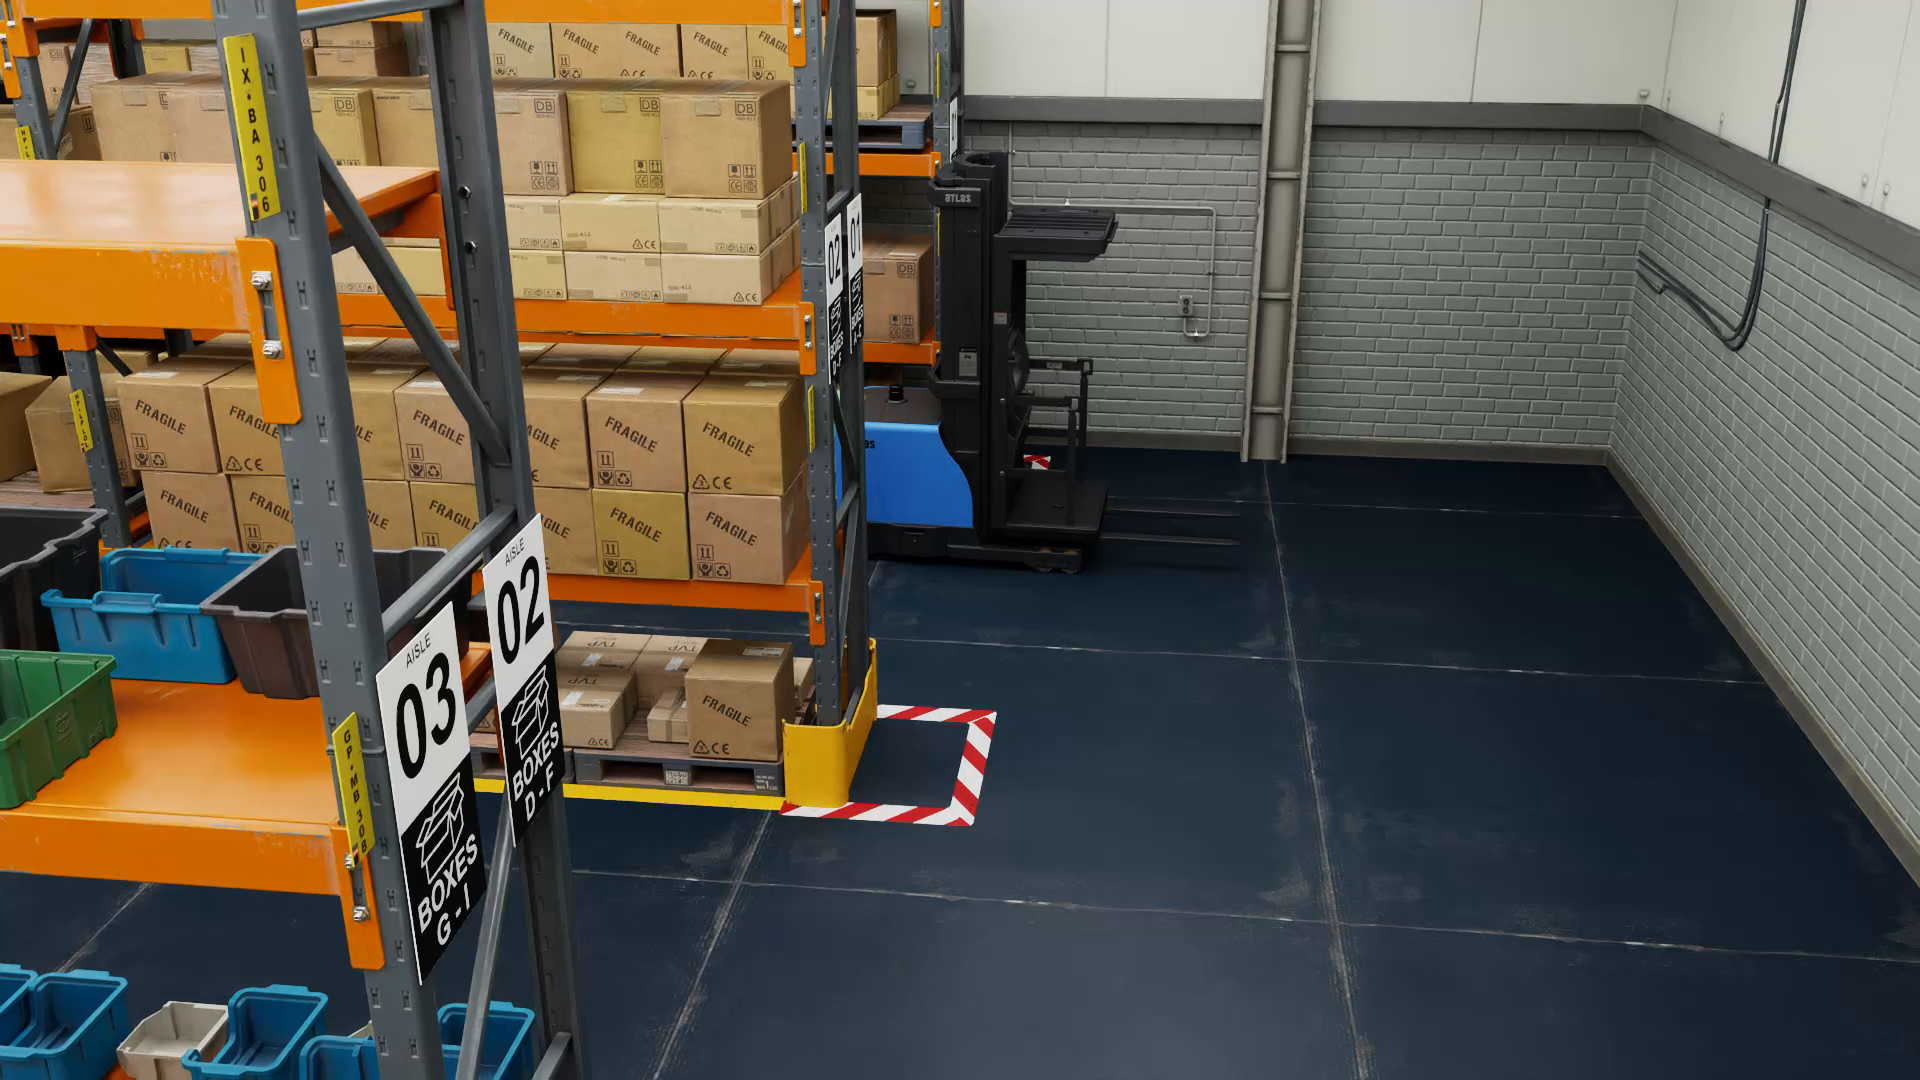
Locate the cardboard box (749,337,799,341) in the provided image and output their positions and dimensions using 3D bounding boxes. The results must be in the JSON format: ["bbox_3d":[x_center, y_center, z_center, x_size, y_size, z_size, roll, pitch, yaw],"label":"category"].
[{"bbox_3d":[-1.316,-2.121,13.818,0.700,0.700,0.980,2,22,6],"label":"cardboard box"}]

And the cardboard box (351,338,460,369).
[{"bbox_3d":[-3.094,-0.841,9.492,0.500,0.500,0.500,3,22,7],"label":"cardboard box"}]

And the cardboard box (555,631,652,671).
[{"bbox_3d":[-2.163,0.777,10.037,0.500,0.250,0.500,2,22,6],"label":"cardboard box"}]

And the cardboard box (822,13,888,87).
[{"bbox_3d":[-0.843,-3.784,12.828,0.500,0.500,0.500,2,22,6],"label":"cardboard box"}]

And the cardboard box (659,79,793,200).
[{"bbox_3d":[-1.176,-2.050,8.469,0.500,0.500,0.700,2,22,6],"label":"cardboard box"}]

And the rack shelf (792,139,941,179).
[{"bbox_3d":[-2.070,-3.083,13.556,4.000,0.370,1.077,2,22,6],"label":"rack shelf"}]

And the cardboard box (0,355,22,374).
[{"bbox_3d":[-8.750,-1.336,15.042,0.500,0.500,0.700,3,22,7],"label":"cardboard box"}]

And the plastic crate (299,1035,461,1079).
[{"bbox_3d":[-1.605,1.691,4.454,0.499,0.435,0.616,2,22,6],"label":"plastic crate"}]

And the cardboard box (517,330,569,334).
[{"bbox_3d":[-3.520,-2.219,14.065,0.700,0.700,0.980,3,22,7],"label":"cardboard box"}]

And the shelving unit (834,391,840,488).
[{"bbox_3d":[-1.128,-0.683,13.036,0.503,1.200,0.258,4,22,9],"label":"shelving unit"}]

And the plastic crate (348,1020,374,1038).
[{"bbox_3d":[-1.766,1.601,5.088,0.298,0.136,0.250,2,22,6],"label":"plastic crate"}]

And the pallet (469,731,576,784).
[{"bbox_3d":[-2.739,1.079,9.925,1.213,0.211,1.003,2,22,6],"label":"pallet"}]

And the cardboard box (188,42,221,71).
[{"bbox_3d":[-5.968,-3.879,13.857,0.500,0.500,0.700,2,22,6],"label":"cardboard box"}]

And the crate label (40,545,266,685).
[{"bbox_3d":[-2.128,0.197,4.483,0.502,0.251,0.408,2,22,6],"label":"crate label"}]

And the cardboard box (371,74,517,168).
[{"bbox_3d":[-2.657,-2.141,8.699,0.500,0.500,0.700,2,22,6],"label":"cardboard box"}]

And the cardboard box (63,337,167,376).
[{"bbox_3d":[-7.314,-1.398,14.749,0.750,0.750,0.750,2,22,6],"label":"cardboard box"}]

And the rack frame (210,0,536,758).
[{"bbox_3d":[-1.250,-1.109,3.505,0.127,3.000,1.000,2,22,6],"label":"rack frame"}]

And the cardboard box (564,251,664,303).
[{"bbox_3d":[-1.700,-1.404,8.535,0.500,0.250,0.500,2,22,6],"label":"cardboard box"}]

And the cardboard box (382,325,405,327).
[{"bbox_3d":[-4.679,-1.915,14.018,0.250,0.149,0.380,3,22,7],"label":"cardboard box"}]

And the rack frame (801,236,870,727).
[{"bbox_3d":[-0.664,-0.127,9.182,0.127,3.000,1.000,2,22,6],"label":"rack frame"}]

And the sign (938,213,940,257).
[{"bbox_3d":[-0.162,-2.387,13.001,0.005,0.325,0.100,2,22,6],"label":"sign"}]

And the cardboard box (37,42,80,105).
[{"bbox_3d":[-7.550,-3.928,13.983,0.500,0.500,0.700,1,22,2],"label":"cardboard box"}]

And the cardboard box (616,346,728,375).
[{"bbox_3d":[-1.593,-0.774,9.322,0.500,0.500,0.500,3,22,7],"label":"cardboard box"}]

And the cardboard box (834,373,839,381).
[{"bbox_3d":[-1.147,-1.353,14.230,0.250,0.149,0.380,3,22,6],"label":"cardboard box"}]

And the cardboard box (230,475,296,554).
[{"bbox_3d":[-3.653,-0.204,9.241,0.500,0.500,0.500,3,22,7],"label":"cardboard box"}]

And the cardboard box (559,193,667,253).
[{"bbox_3d":[-1.700,-1.636,8.441,0.500,0.250,0.500,2,22,6],"label":"cardboard box"}]

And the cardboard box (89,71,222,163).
[{"bbox_3d":[-4.148,-2.200,8.848,0.500,0.500,0.700,2,22,6],"label":"cardboard box"}]

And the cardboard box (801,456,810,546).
[{"bbox_3d":[-1.073,-0.289,9.455,0.500,0.500,0.500,3,22,7],"label":"cardboard box"}]

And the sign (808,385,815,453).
[{"bbox_3d":[-0.749,-0.611,8.400,0.005,0.325,0.100,2,22,6],"label":"sign"}]

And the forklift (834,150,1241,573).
[{"bbox_3d":[0.620,-1.327,12.311,3.031,2.935,1.130,3,22,8],"label":"forklift"}]

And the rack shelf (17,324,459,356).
[{"bbox_3d":[-6.043,-1.861,14.546,4.000,0.370,1.077,2,22,6],"label":"rack shelf"}]

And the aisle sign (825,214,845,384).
[{"bbox_3d":[-0.632,-1.221,8.413,0.004,0.787,0.394,2,22,6],"label":"aisle sign"}]

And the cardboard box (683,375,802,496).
[{"bbox_3d":[-1.138,-0.558,8.774,0.500,0.500,0.500,2,22,6],"label":"cardboard box"}]

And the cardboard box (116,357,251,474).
[{"bbox_3d":[-4.201,-0.689,9.106,0.500,0.500,0.500,3,22,8],"label":"cardboard box"}]

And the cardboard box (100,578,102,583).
[{"bbox_3d":[-5.619,0.529,10.324,0.500,0.500,0.500,3,22,7],"label":"cardboard box"}]

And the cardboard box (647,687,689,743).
[{"bbox_3d":[-1.624,1.002,9.581,0.250,0.166,0.380,2,22,6],"label":"cardboard box"}]

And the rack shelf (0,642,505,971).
[{"bbox_3d":[-3.236,0.534,4.407,4.000,0.370,1.077,2,22,6],"label":"rack shelf"}]

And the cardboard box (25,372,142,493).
[{"bbox_3d":[-5.080,-0.644,9.782,0.500,0.500,0.700,-5,22,-12],"label":"cardboard box"}]

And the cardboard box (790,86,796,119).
[{"bbox_3d":[-1.360,-3.460,13.028,0.500,0.250,0.500,2,22,4],"label":"cardboard box"}]

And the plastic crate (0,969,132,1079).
[{"bbox_3d":[-2.764,1.543,5.103,0.300,0.233,0.416,2,22,6],"label":"plastic crate"}]

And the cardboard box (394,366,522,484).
[{"bbox_3d":[-2.665,-0.622,8.937,0.500,0.500,0.500,3,22,8],"label":"cardboard box"}]

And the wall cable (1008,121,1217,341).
[{"bbox_3d":[1.299,-2.698,14.303,1.851,1.984,0.084,2,22,6],"label":"wall cable"}]

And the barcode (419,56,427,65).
[{"bbox_3d":[-4.467,-3.990,13.839,0.075,0.075,0.001,4,22,11],"label":"barcode"}]

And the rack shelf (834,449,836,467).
[{"bbox_3d":[-1.128,-0.624,13.060,0.480,0.148,0.258,4,22,9],"label":"rack shelf"}]

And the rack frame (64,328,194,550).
[{"bbox_3d":[-4.636,-0.300,9.619,0.127,3.000,1.000,2,22,6],"label":"rack frame"}]

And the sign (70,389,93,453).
[{"bbox_3d":[-4.698,-0.636,8.894,0.005,0.325,0.100,2,22,6],"label":"sign"}]

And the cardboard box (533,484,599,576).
[{"bbox_3d":[-2.151,-0.138,9.074,0.500,0.500,0.500,3,22,7],"label":"cardboard box"}]

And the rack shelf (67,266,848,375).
[{"bbox_3d":[-2.650,-1.274,8.981,4.000,0.370,1.077,2,22,6],"label":"rack shelf"}]

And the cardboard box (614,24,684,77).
[{"bbox_3d":[-2.379,-3.852,13.001,0.500,0.500,0.500,3,22,7],"label":"cardboard box"}]

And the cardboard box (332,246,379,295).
[{"bbox_3d":[-3.190,-1.469,8.699,0.500,0.250,0.500,2,22,6],"label":"cardboard box"}]

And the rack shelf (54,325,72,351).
[{"bbox_3d":[-6.622,-1.447,9.419,4.000,0.370,1.077,2,22,6],"label":"rack shelf"}]
